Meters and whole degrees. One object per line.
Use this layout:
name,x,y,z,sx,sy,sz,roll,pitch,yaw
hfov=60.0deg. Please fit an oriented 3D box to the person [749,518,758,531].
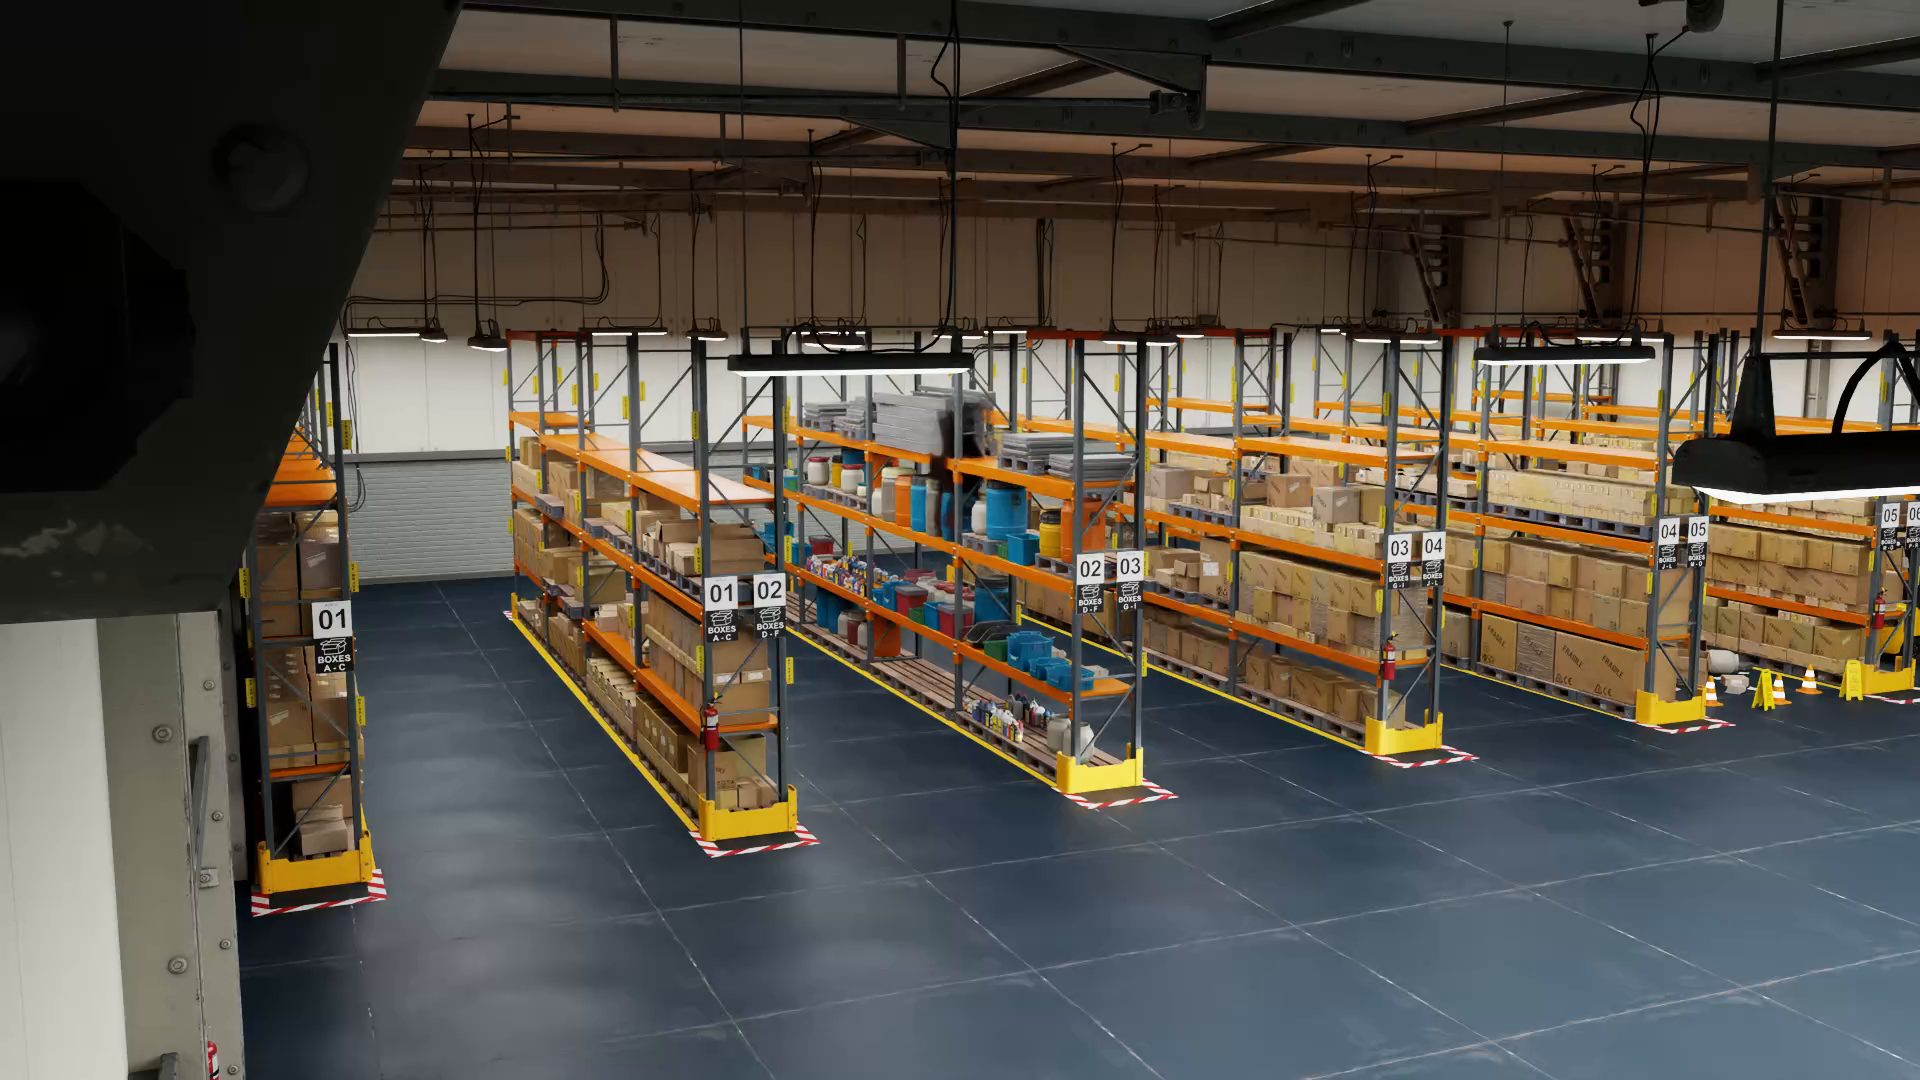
person,-4.740,0.327,37.896,0.938,1.681,0.637,2,8,15
